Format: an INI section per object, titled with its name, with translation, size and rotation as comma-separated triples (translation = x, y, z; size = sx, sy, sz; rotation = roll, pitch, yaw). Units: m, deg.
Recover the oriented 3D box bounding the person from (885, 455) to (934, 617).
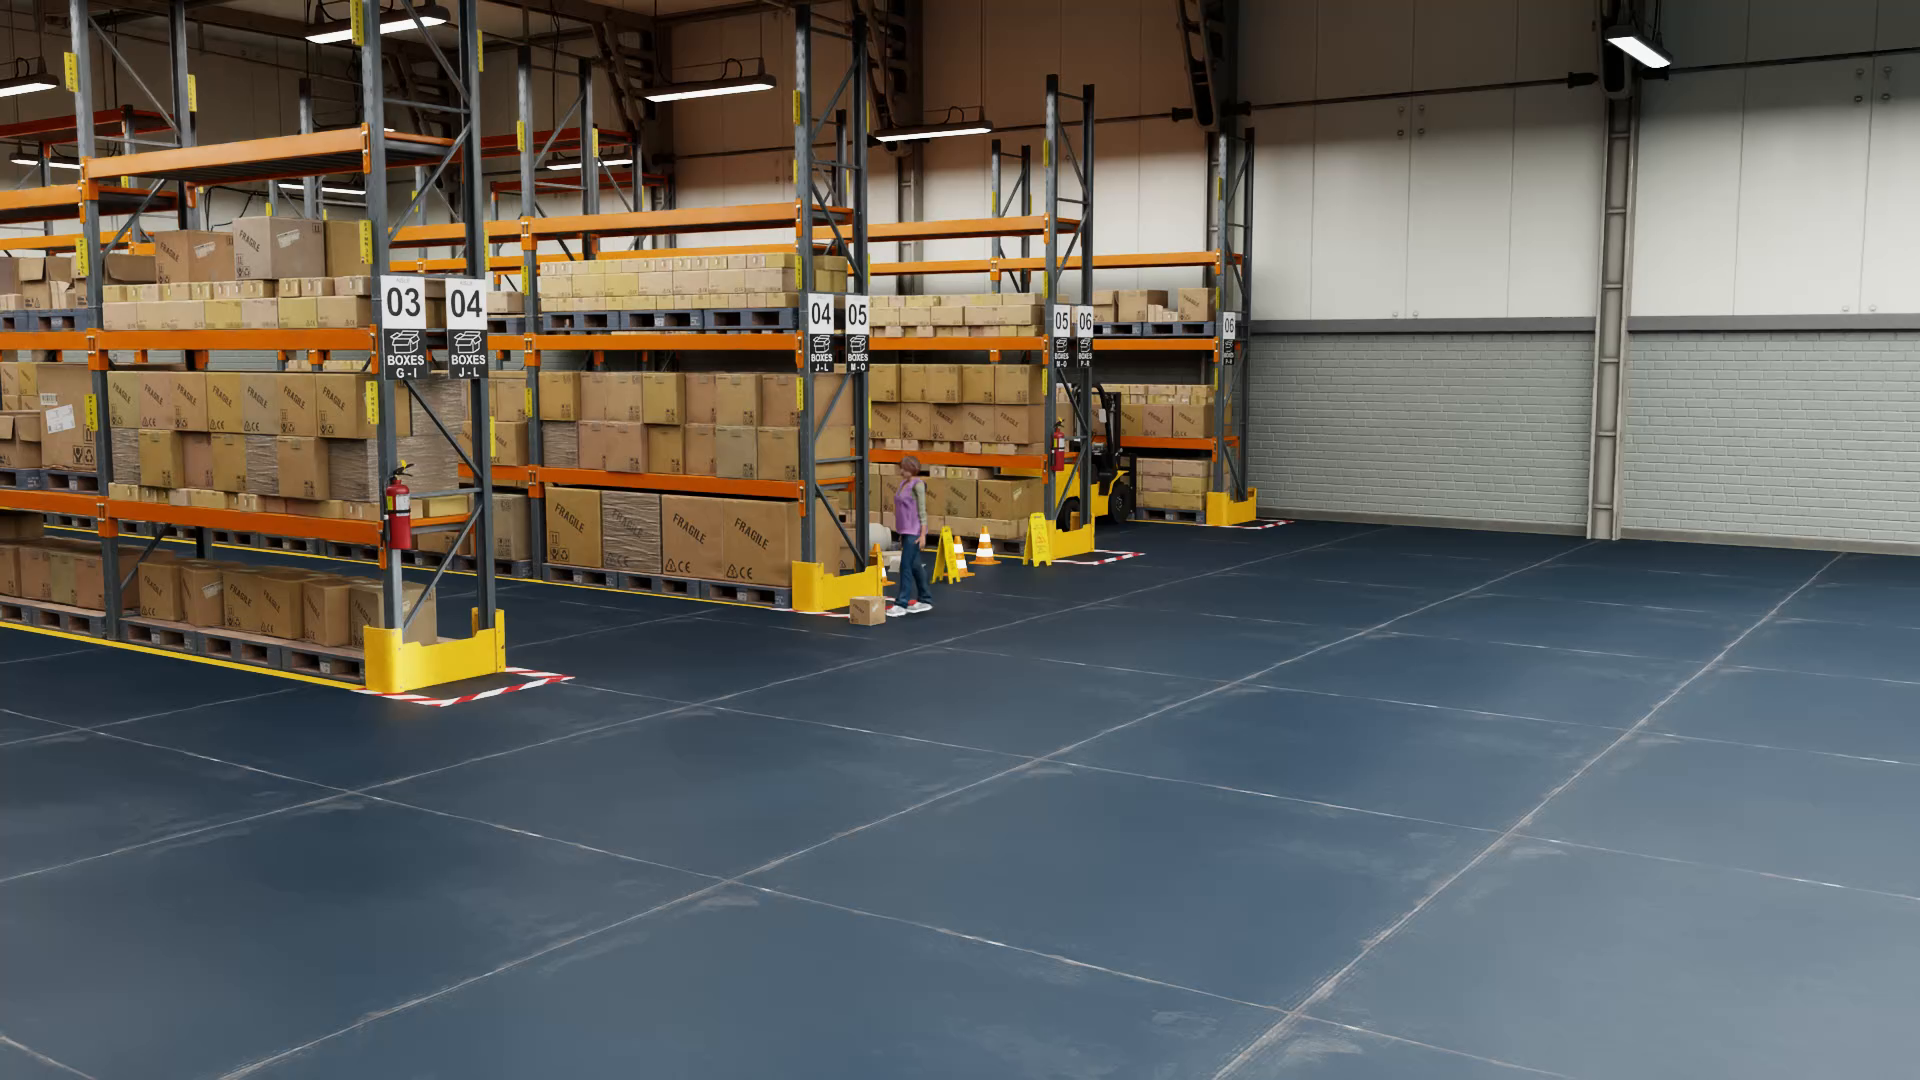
[person]
translation = -0.533, -0.052, 16.527
size = 0.598, 1.589, 0.424
rotation = -3, 7, -22
